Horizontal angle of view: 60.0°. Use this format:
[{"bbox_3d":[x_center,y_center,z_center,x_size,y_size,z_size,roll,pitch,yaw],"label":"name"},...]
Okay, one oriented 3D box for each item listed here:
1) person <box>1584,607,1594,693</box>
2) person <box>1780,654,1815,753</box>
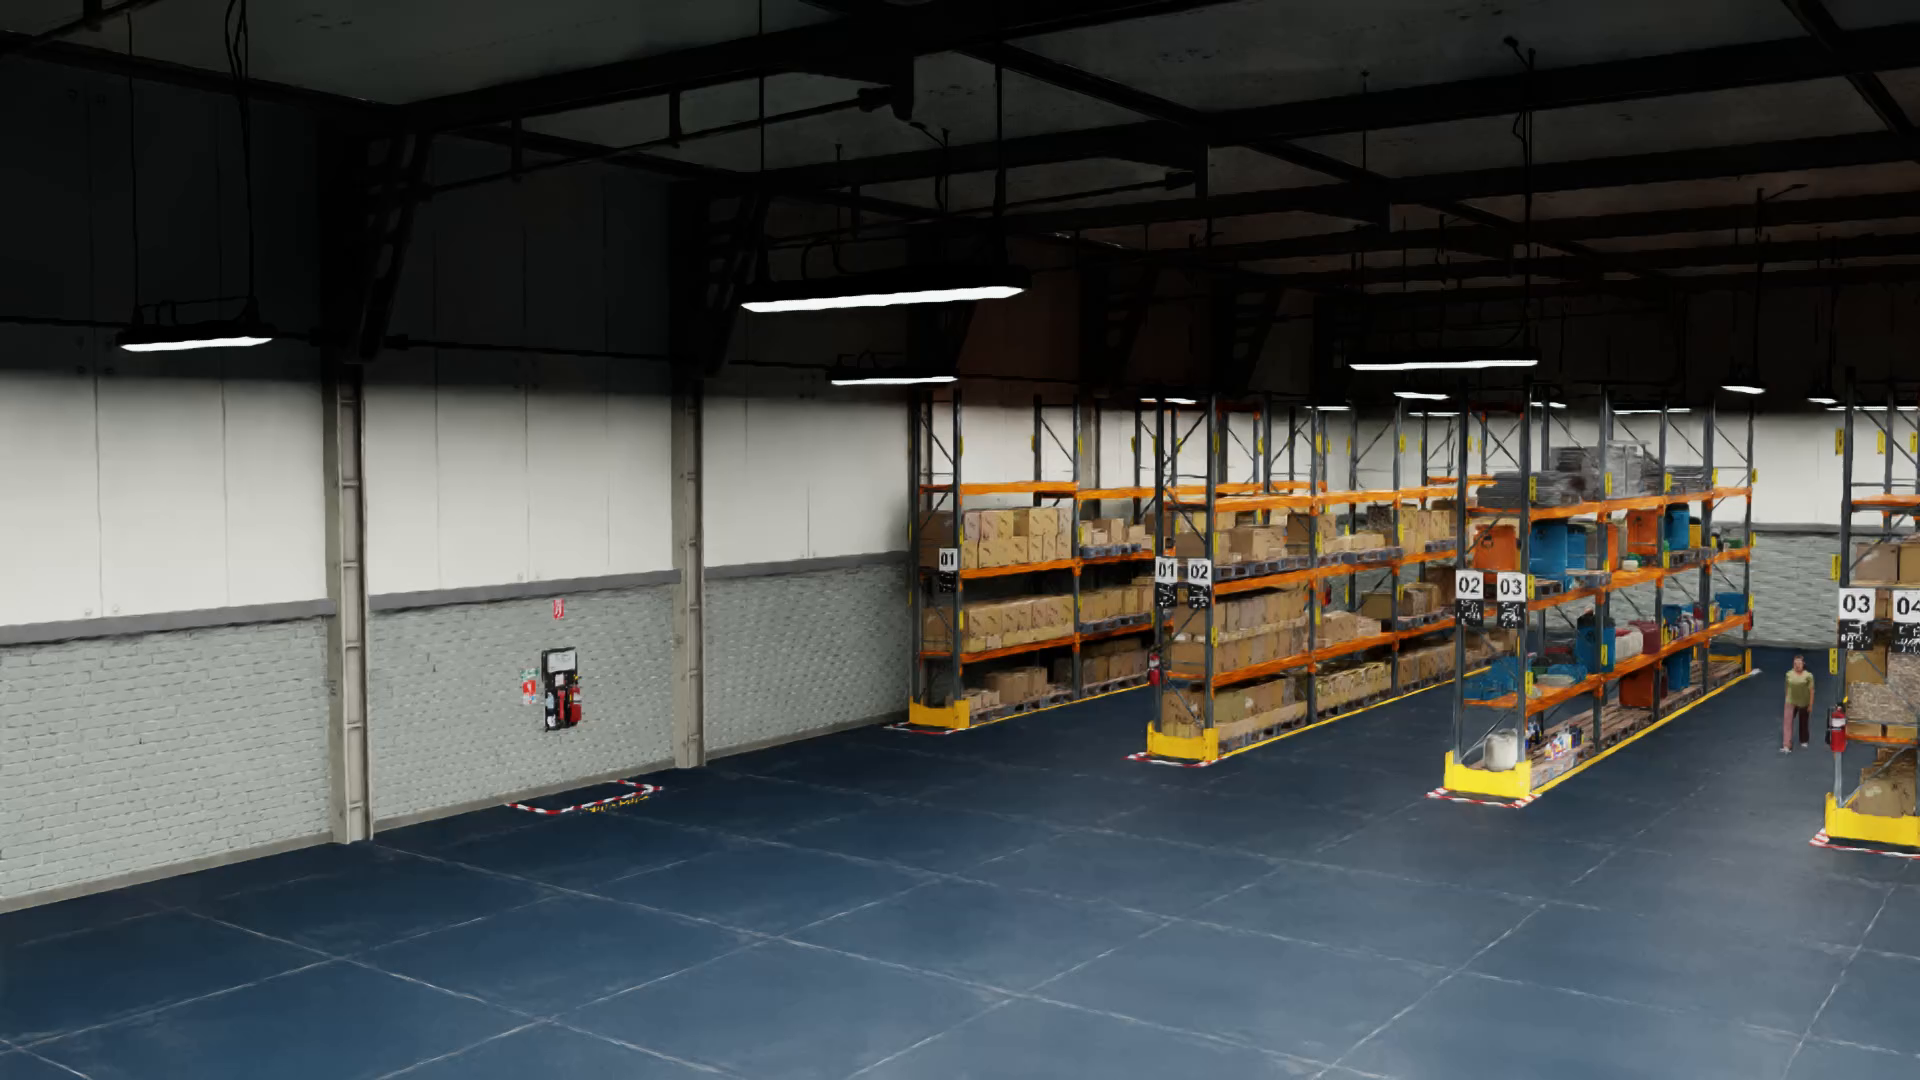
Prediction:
[{"bbox_3d":[12.715,2.207,33.742,0.646,1.718,0.587,-2,4,-35],"label":"person"},{"bbox_3d":[13.640,2.649,27.036,0.446,1.591,1.110,2,4,33],"label":"person"}]
